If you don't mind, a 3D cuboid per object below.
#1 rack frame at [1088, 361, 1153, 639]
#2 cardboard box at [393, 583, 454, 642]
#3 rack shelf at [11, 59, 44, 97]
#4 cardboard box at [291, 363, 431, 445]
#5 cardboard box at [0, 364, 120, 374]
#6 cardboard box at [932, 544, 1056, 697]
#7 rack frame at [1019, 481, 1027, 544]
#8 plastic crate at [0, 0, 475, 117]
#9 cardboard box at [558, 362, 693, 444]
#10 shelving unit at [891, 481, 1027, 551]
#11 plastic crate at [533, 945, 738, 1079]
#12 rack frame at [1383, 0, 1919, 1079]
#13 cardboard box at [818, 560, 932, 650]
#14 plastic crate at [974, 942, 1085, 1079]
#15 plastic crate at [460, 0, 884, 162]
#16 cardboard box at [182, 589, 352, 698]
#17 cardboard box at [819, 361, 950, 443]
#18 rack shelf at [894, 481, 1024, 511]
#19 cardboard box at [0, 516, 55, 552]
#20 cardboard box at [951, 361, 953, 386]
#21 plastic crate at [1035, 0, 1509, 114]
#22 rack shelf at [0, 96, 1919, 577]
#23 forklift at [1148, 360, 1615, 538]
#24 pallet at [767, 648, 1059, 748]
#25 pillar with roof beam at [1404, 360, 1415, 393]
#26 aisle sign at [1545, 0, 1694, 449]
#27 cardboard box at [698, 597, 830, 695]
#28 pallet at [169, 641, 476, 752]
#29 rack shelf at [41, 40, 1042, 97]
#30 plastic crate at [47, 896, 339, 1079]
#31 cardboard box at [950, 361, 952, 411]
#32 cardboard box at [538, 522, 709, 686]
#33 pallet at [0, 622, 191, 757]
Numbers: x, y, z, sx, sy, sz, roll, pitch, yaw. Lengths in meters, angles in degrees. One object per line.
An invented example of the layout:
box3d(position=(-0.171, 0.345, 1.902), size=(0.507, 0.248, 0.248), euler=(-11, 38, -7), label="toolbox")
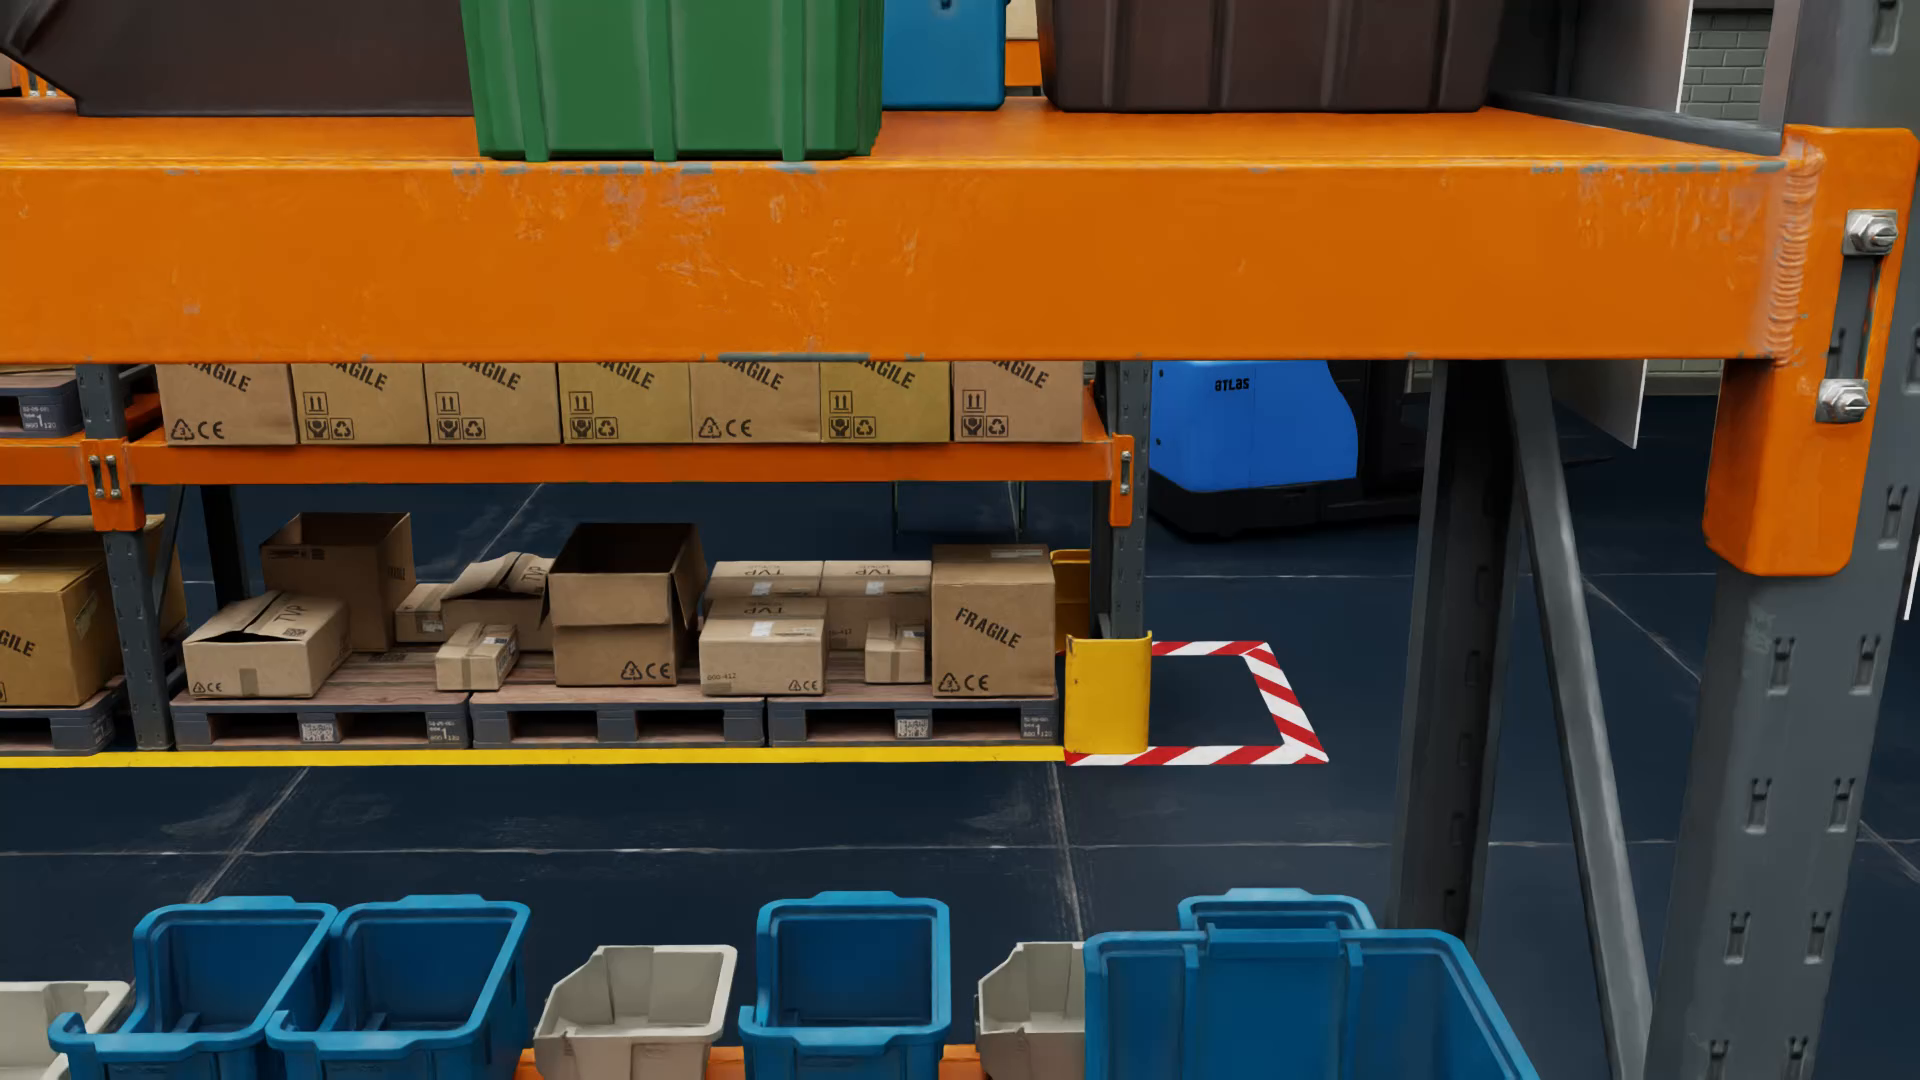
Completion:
box3d(position=(0.672, -0.729, 6.910), size=(0.127, 3.000, 1.000), euler=(0, 18, -1), label="rack frame")
box3d(position=(-2.388, 0.328, 7.560), size=(0.250, 0.149, 0.380), euler=(0, 18, -1), label="cardboard box")
box3d(position=(-5.327, -1.786, 6.472), size=(4.000, 0.370, 1.077), euler=(0, 18, -1), label="rack shelf")
box3d(position=(-2.302, -0.680, 6.594), size=(0.500, 0.500, 0.500), euler=(0, 18, 0), label="cardboard box")
box3d(position=(-3.805, -1.024, 6.977), size=(0.500, 0.500, 0.700), euler=(-6, 19, -19), label="cardboard box")
box3d(position=(0.132, 0.329, 6.982), size=(0.500, 0.500, 0.500), euler=(0, 18, -1), label="cardboard box")
box3d(position=(0.359, -0.716, 9.324), size=(0.023, 1.500, 0.400), euler=(0, 18, -1), label="rack frame")
box3d(position=(-0.785, -0.692, 1.984), size=(0.767, 0.338, 0.504), euler=(0, 18, -1), label="plastic crate")
box3d(position=(-1.293, -0.685, 6.608), size=(0.500, 0.500, 0.500), euler=(-1, 18, -2), label="cardboard box")
box3d(position=(-0.007, -0.714, 9.318), size=(0.755, 1.500, 0.431), euler=(0, 18, -1), label="shelving unit")
box3d(position=(-0.506, 0.761, 2.599), size=(0.298, 0.136, 0.250), euler=(0, 18, -1), label="plastic crate")
box3d(position=(0.747, 0.785, 2.191), size=(0.053, 2.616, 0.949), euler=(0, 18, -1), label="rack frame")
box3d(position=(-0.376, 0.289, 7.518), size=(0.500, 0.250, 0.500), euler=(0, 18, -1), label="cardboard box")
box3d(position=(0.172, 0.757, 2.609), size=(0.298, 0.136, 0.250), euler=(0, 18, -1), label="plastic crate")
box3d(position=(-0.235, -0.452, 1.482), size=(0.336, 0.188, 0.450), euler=(0, 18, -1), label="plastic crate")
box3d(position=(-2.904, 0.425, 6.994), size=(0.500, 0.311, 0.500), euler=(0, 18, -1), label="cardboard box")
box3d(position=(-0.290, -0.688, 6.618), size=(0.500, 0.500, 0.500), euler=(0, 18, 0), label="cardboard box")
box3d(position=(-0.007, -0.404, 9.418), size=(0.720, 0.370, 0.431), euler=(0, 18, -1), label="rack shelf")
box3d(position=(-4.348, 0.205, 7.371), size=(0.500, 0.500, 0.500), euler=(0, 18, 0), label="cardboard box")
box3d(position=(-0.108, -1.218, 11.839), size=(0.500, 0.500, 0.700), euler=(0, 18, -1), label="cardboard box")
box3d(position=(0.357, -0.666, 2.016), size=(0.590, 0.269, 0.497), euler=(0, 18, -1), label="plastic crate")
box3d(position=(-1.253, -0.293, 1.816), size=(4.000, 0.370, 1.077), euler=(0, 18, -1), label="rack shelf")
box3d(position=(2.572, -1.654, 9.905), size=(3.031, 2.935, 1.130), euler=(-6, 19, -17), label="forklift")
box3d(position=(-0.201, 0.603, 7.322), size=(1.213, 0.211, 1.003), euler=(0, 18, -1), label="pallet")
box3d(position=(3.344, -4.061, 7.476), size=(0.400, 9.000, 9.100), euler=(0, 18, -1), label="pillar with roof beam")
box3d(position=(0.814, -0.545, 2.081), size=(0.004, 0.787, 0.394), euler=(0, 18, -1), label="aisle sign")
box3d(position=(-0.818, 0.444, 7.035), size=(0.500, 0.250, 0.500), euler=(0, 18, -1), label="cardboard box")
box3d(position=(-2.641, 0.615, 7.286), size=(1.213, 0.211, 1.003), euler=(0, 18, -1), label="pallet")
box3d(position=(-1.328, -1.805, 6.532), size=(4.000, 0.370, 1.077), euler=(0, 18, -1), label="rack shelf")
box3d(position=(-1.122, 0.743, 2.496), size=(0.300, 0.233, 0.416), euler=(0, 18, -1), label="plastic crate")
box3d(position=(-0.291, -0.851, 7.127), size=(0.500, 0.500, 0.500), euler=(0, 18, -1), label="cardboard box")
box3d(position=(-1.449, 0.259, 7.197), size=(0.637, 0.503, 0.797), euler=(0, 18, -1), label="cardboard box")
box3d(position=(-4.140, 0.633, 7.228), size=(1.213, 0.211, 1.003), euler=(0, 18, -1), label="pallet")
